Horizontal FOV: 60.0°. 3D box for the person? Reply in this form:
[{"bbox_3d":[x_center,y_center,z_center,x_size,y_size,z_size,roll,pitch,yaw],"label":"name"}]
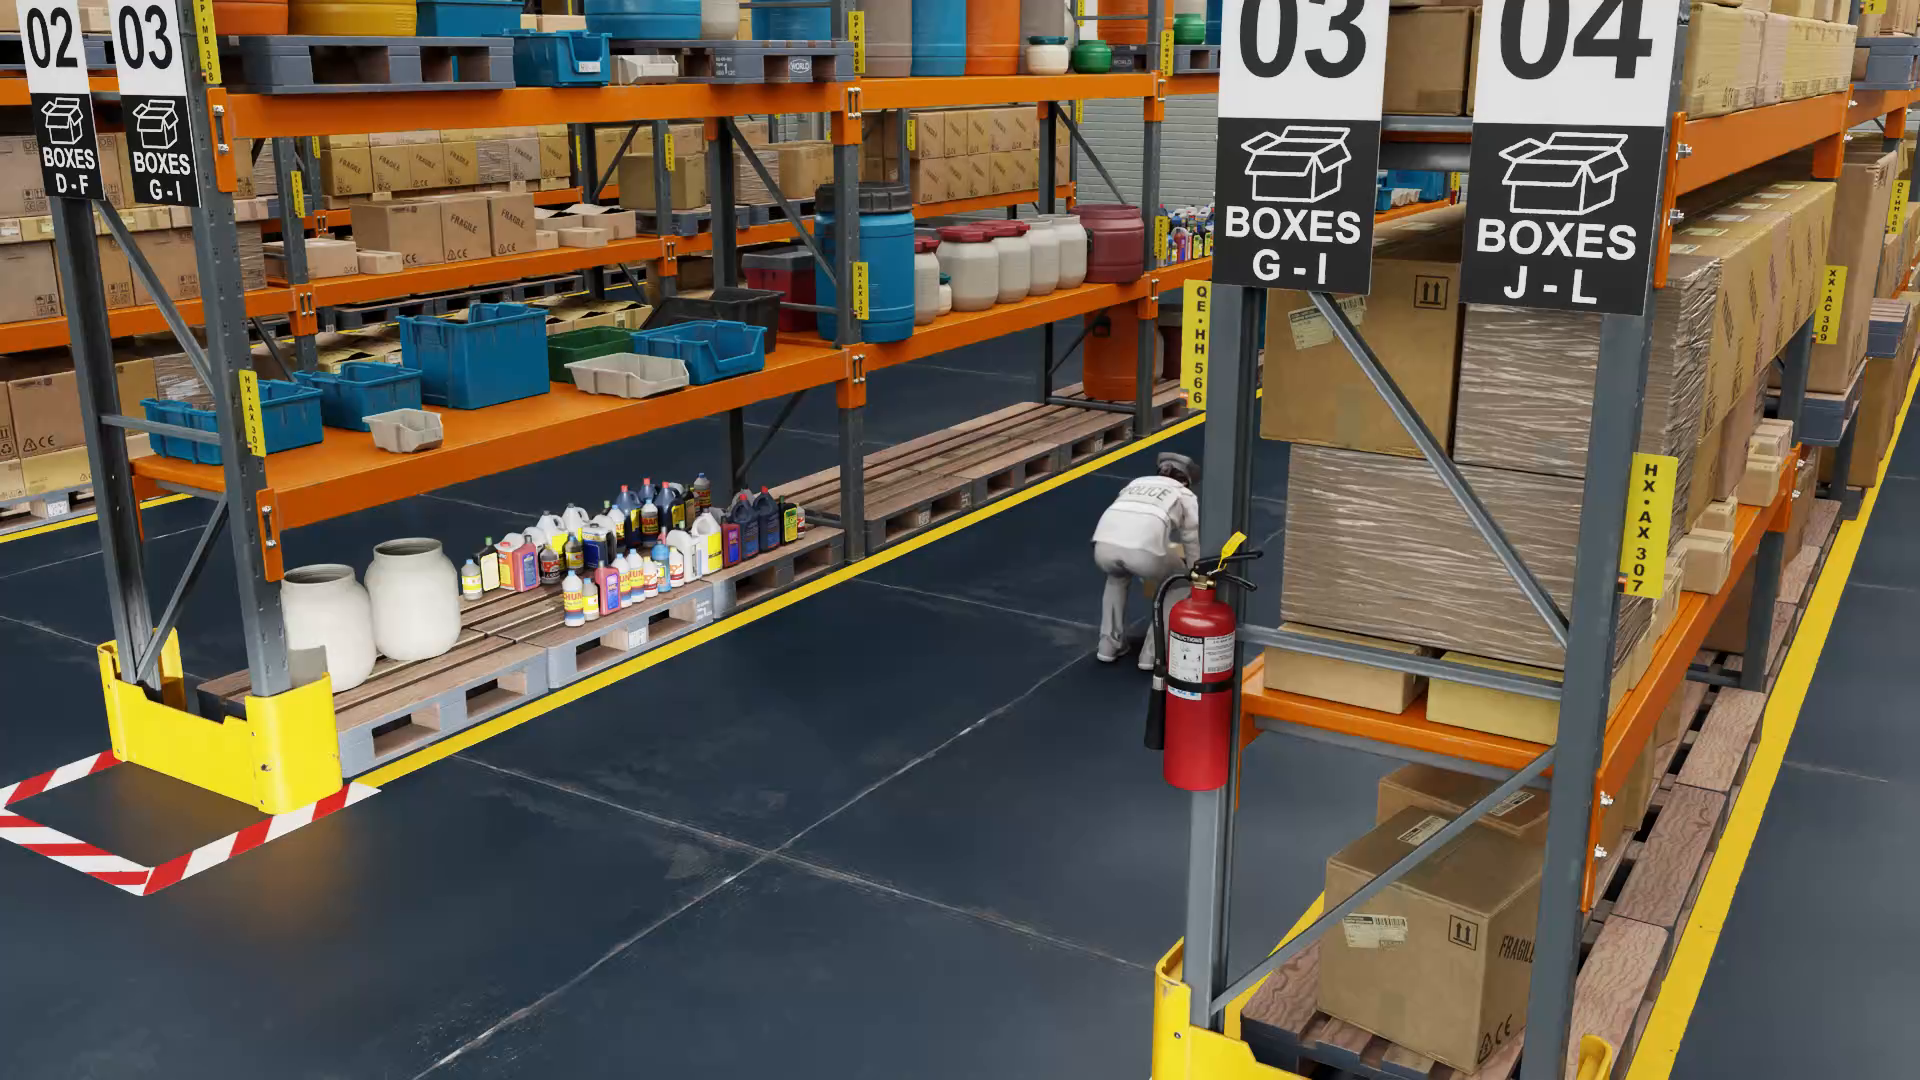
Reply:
[{"bbox_3d":[0.968,0.098,8.424,0.469,0.982,0.911,9,19,28],"label":"person"}]
